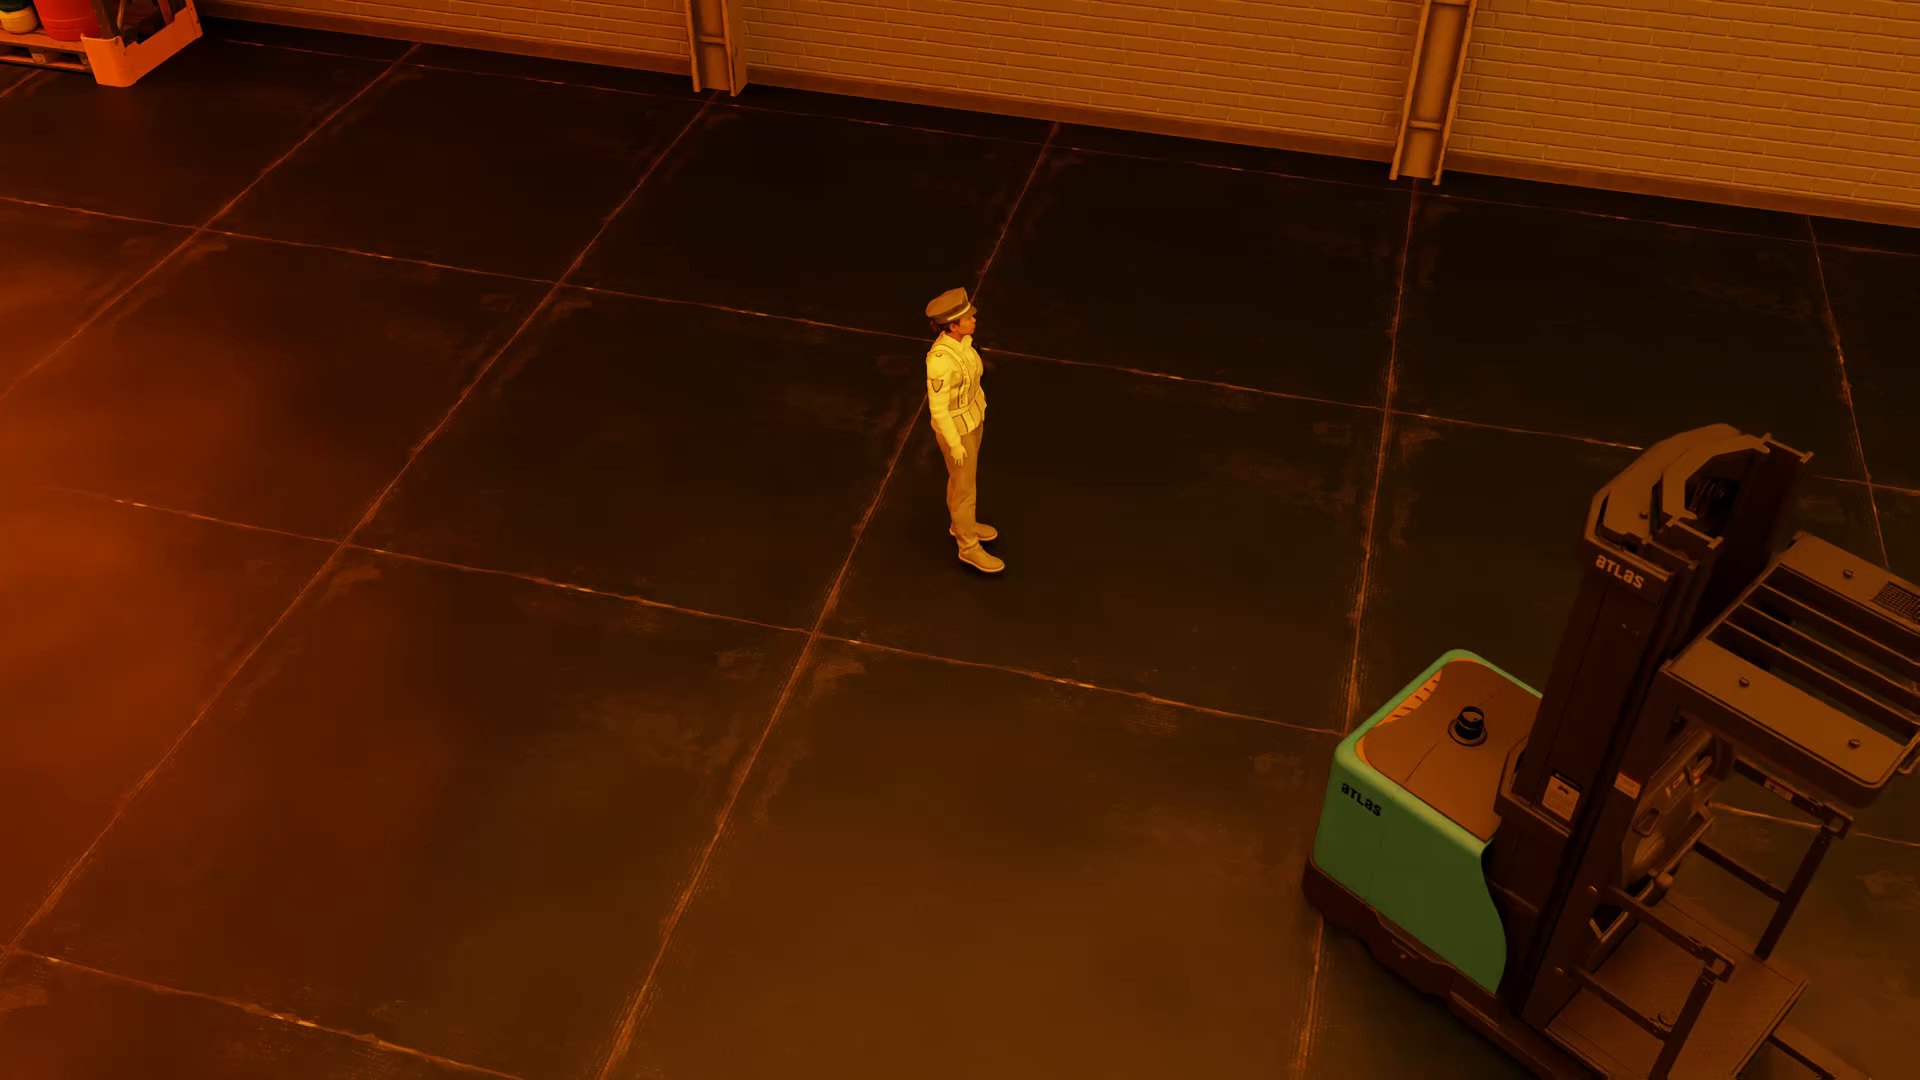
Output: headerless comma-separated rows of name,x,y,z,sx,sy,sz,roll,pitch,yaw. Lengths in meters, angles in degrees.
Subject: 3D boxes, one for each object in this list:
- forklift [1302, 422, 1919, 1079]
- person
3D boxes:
forklift,3.037,1.120,6.584,1.130,2.935,3.031,-32,50,-31
person,0.064,-0.657,9.478,0.531,1.695,0.587,10,42,11
